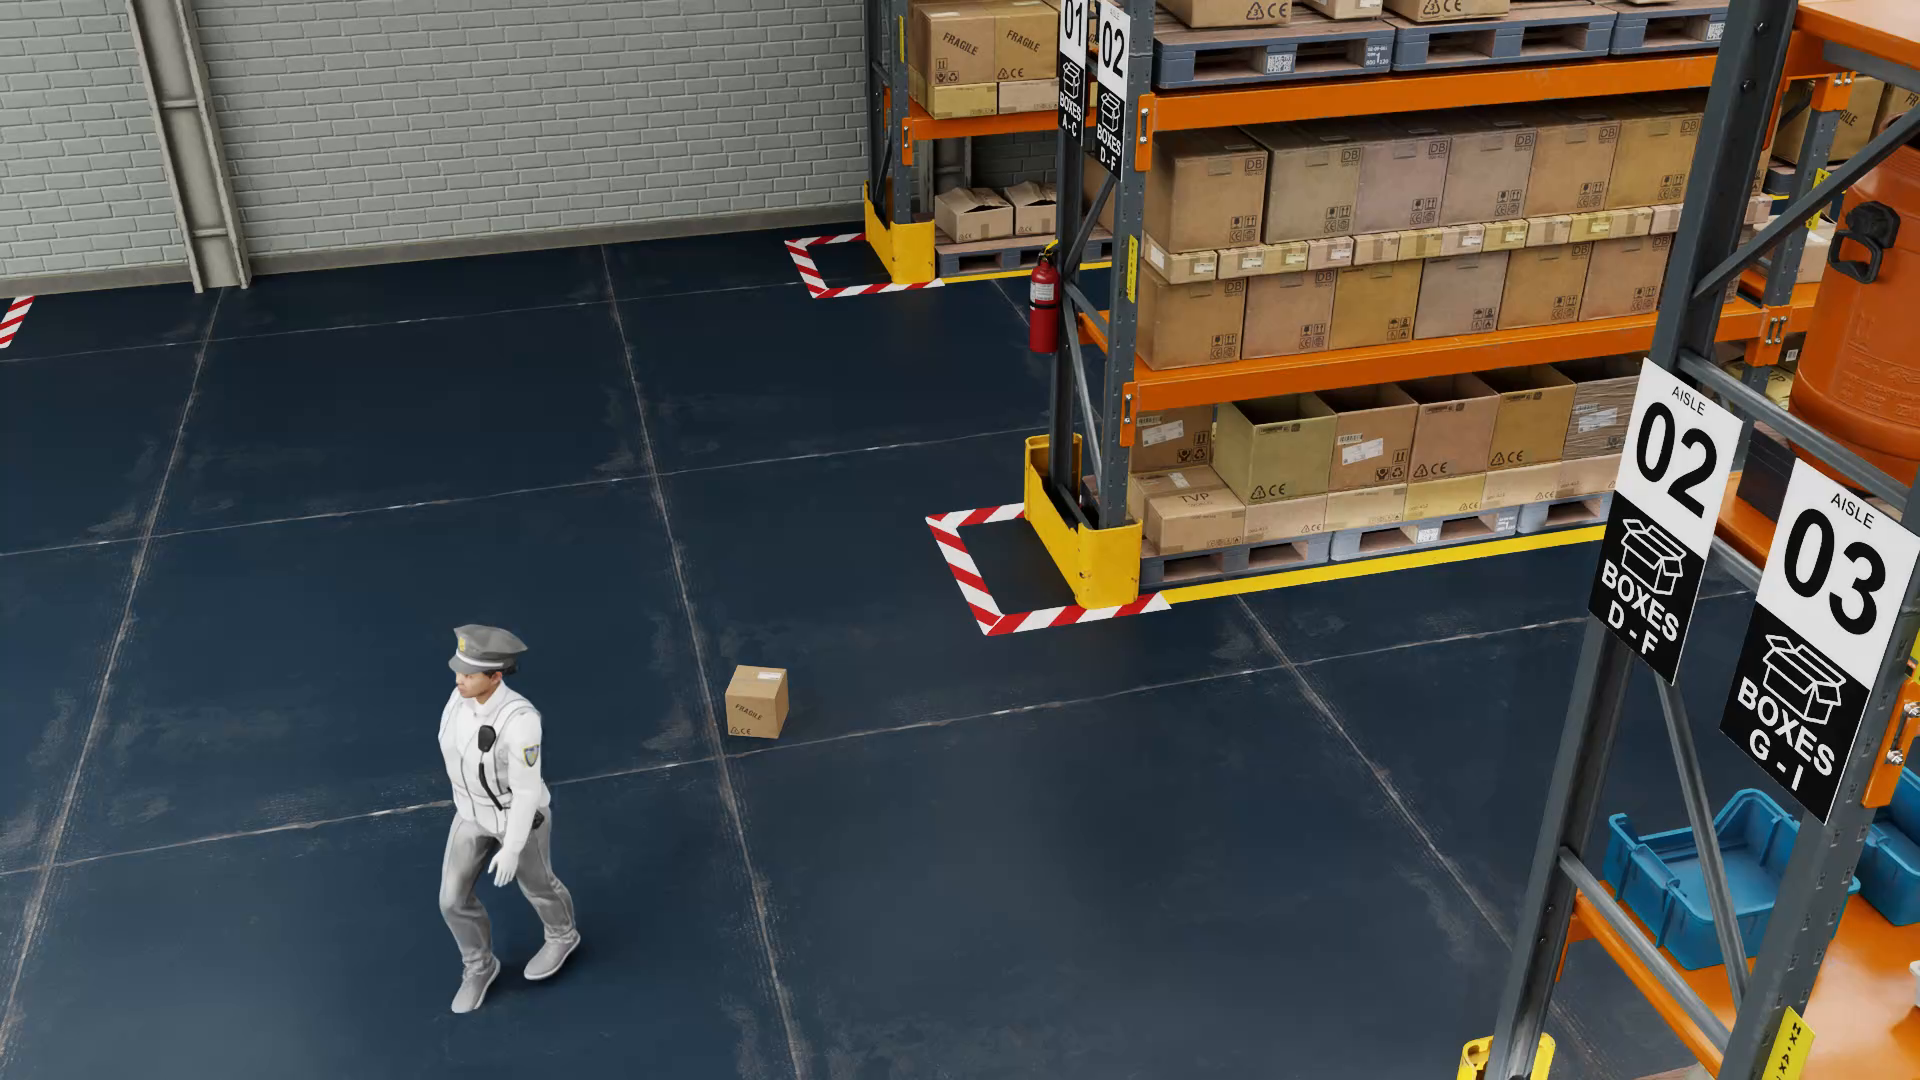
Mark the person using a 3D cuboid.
[{"bbox_3d":[-1.765,1.101,6.362,0.482,1.756,0.552,18,35,27],"label":"person"}]
